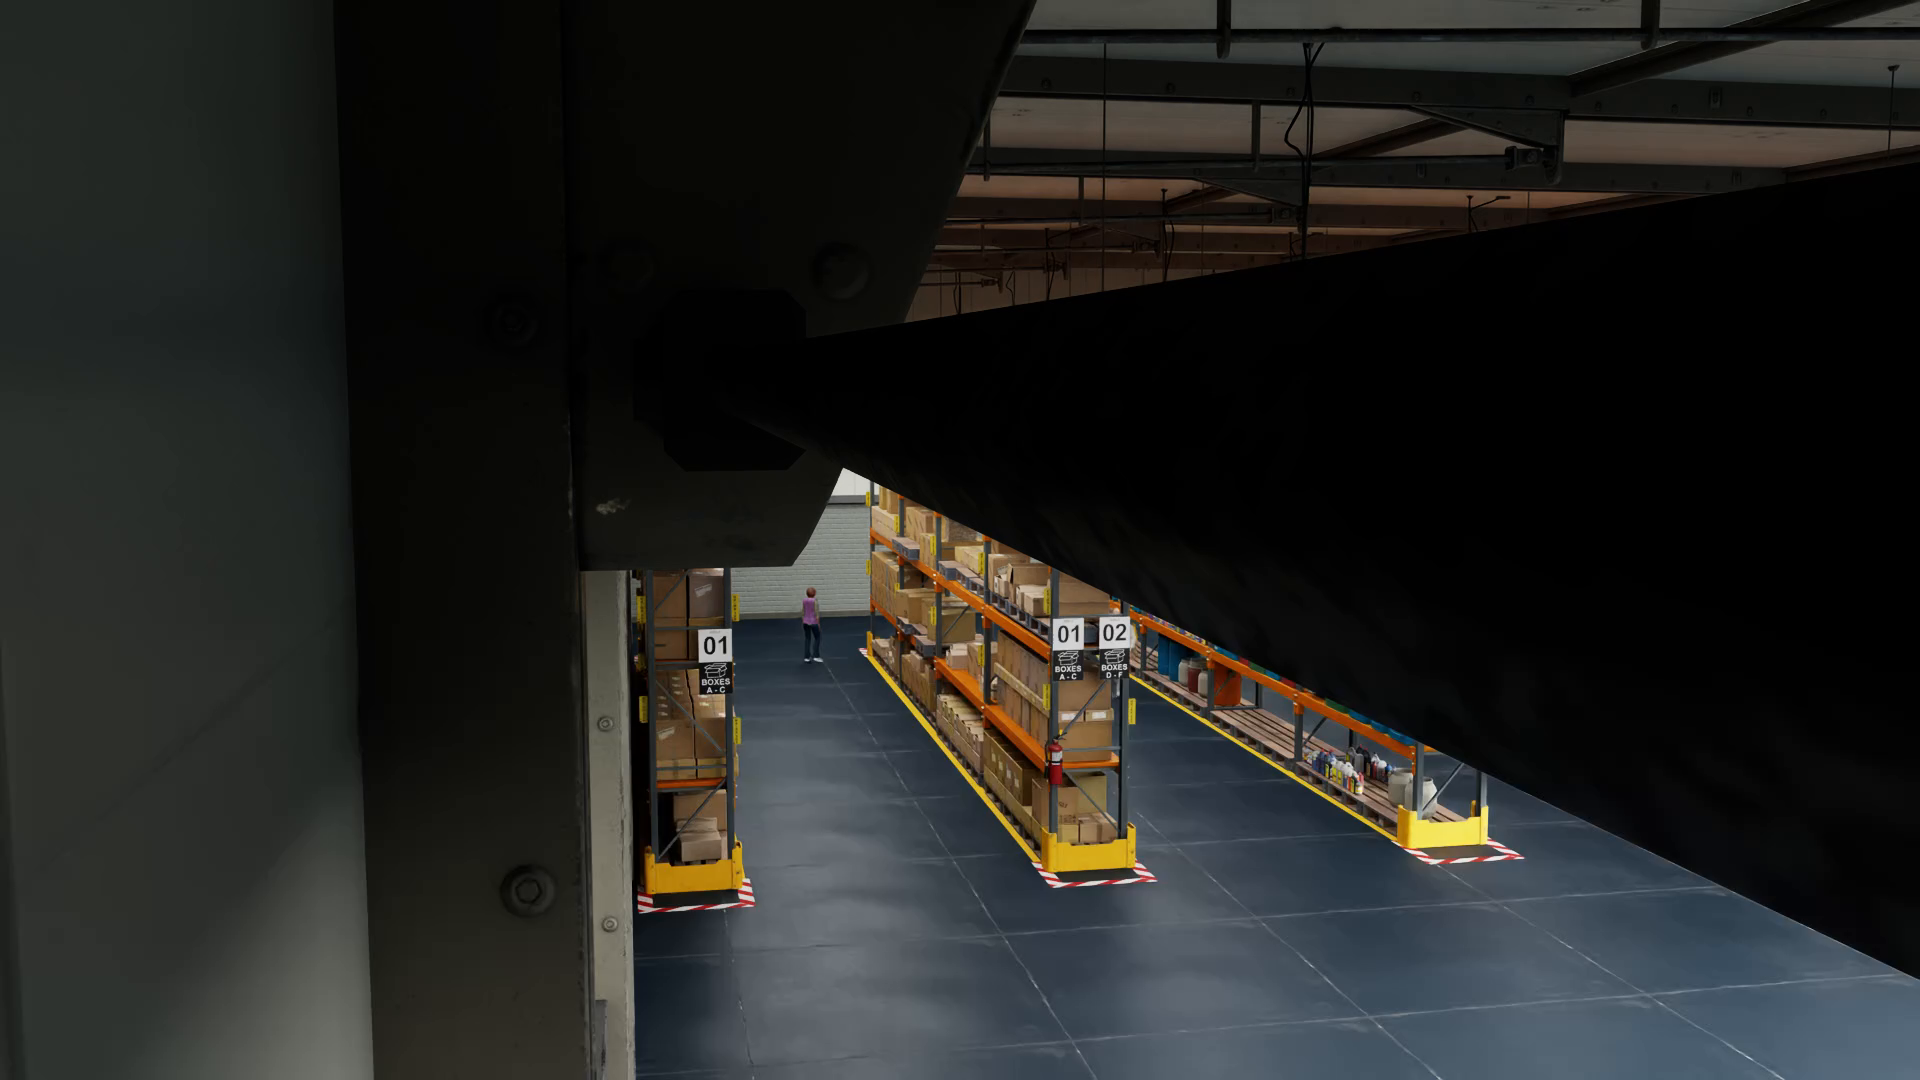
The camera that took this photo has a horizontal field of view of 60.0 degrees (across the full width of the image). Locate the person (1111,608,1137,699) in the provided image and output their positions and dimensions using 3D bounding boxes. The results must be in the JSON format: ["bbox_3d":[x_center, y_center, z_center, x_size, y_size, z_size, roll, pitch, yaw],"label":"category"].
[{"bbox_3d":[3.016,2.180,31.743,0.695,1.770,0.846,-1,6,-7],"label":"person"}]

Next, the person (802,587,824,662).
[{"bbox_3d":[-3.203,1.834,35.639,0.491,1.634,0.378,4,7,30],"label":"person"}]
